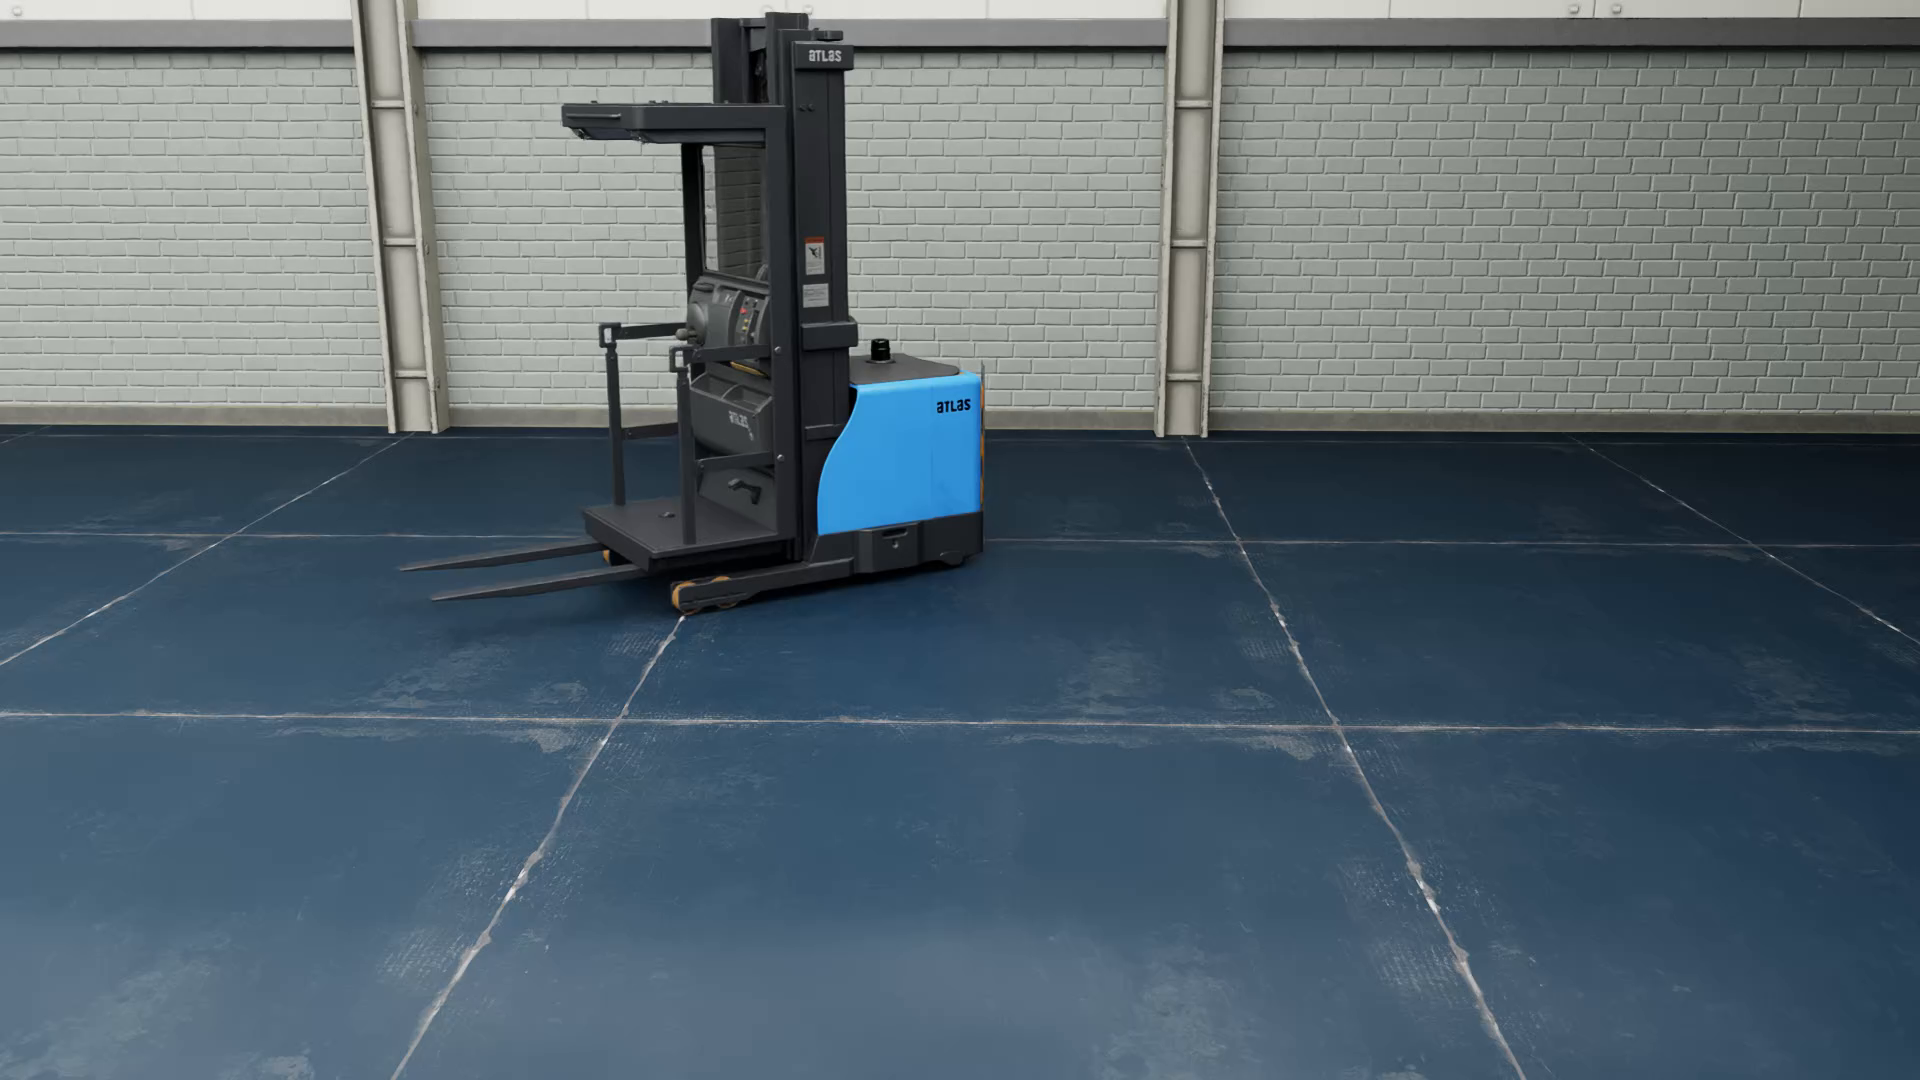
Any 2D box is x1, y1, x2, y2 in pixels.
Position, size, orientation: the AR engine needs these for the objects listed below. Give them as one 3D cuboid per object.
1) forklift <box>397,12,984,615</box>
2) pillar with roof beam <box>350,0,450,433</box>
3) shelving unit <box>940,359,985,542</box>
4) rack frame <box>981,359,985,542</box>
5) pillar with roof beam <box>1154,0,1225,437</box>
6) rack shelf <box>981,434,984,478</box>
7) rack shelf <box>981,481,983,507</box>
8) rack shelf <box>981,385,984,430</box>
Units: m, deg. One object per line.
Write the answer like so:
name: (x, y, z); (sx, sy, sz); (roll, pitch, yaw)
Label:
forklift: (-1.393, -1.193, 8.616); (3.031, 2.935, 1.130); (-9, 17, -31)
pillar with roof beam: (-4.383, -4.129, 7.849); (0.400, 9.000, 9.100); (0, 15, 1)
shelving unit: (0.012, -0.522, 9.759); (0.252, 1.050, 0.215); (-1, 15, -3)
rack frame: (0.134, -0.523, 9.765); (0.008, 1.050, 0.200); (-1, 15, -3)
pillar with roof beam: (1.615, -4.090, 7.701); (0.400, 9.000, 9.100); (0, 15, 1)
rack shelf: (0.012, -0.511, 9.762); (0.240, 0.259, 0.215); (-1, 15, -3)
rack shelf: (0.012, -0.243, 9.833); (0.240, 0.259, 0.215); (-1, 15, -3)
rack shelf: (0.012, -0.786, 9.689); (0.240, 0.259, 0.215); (-1, 15, -3)
